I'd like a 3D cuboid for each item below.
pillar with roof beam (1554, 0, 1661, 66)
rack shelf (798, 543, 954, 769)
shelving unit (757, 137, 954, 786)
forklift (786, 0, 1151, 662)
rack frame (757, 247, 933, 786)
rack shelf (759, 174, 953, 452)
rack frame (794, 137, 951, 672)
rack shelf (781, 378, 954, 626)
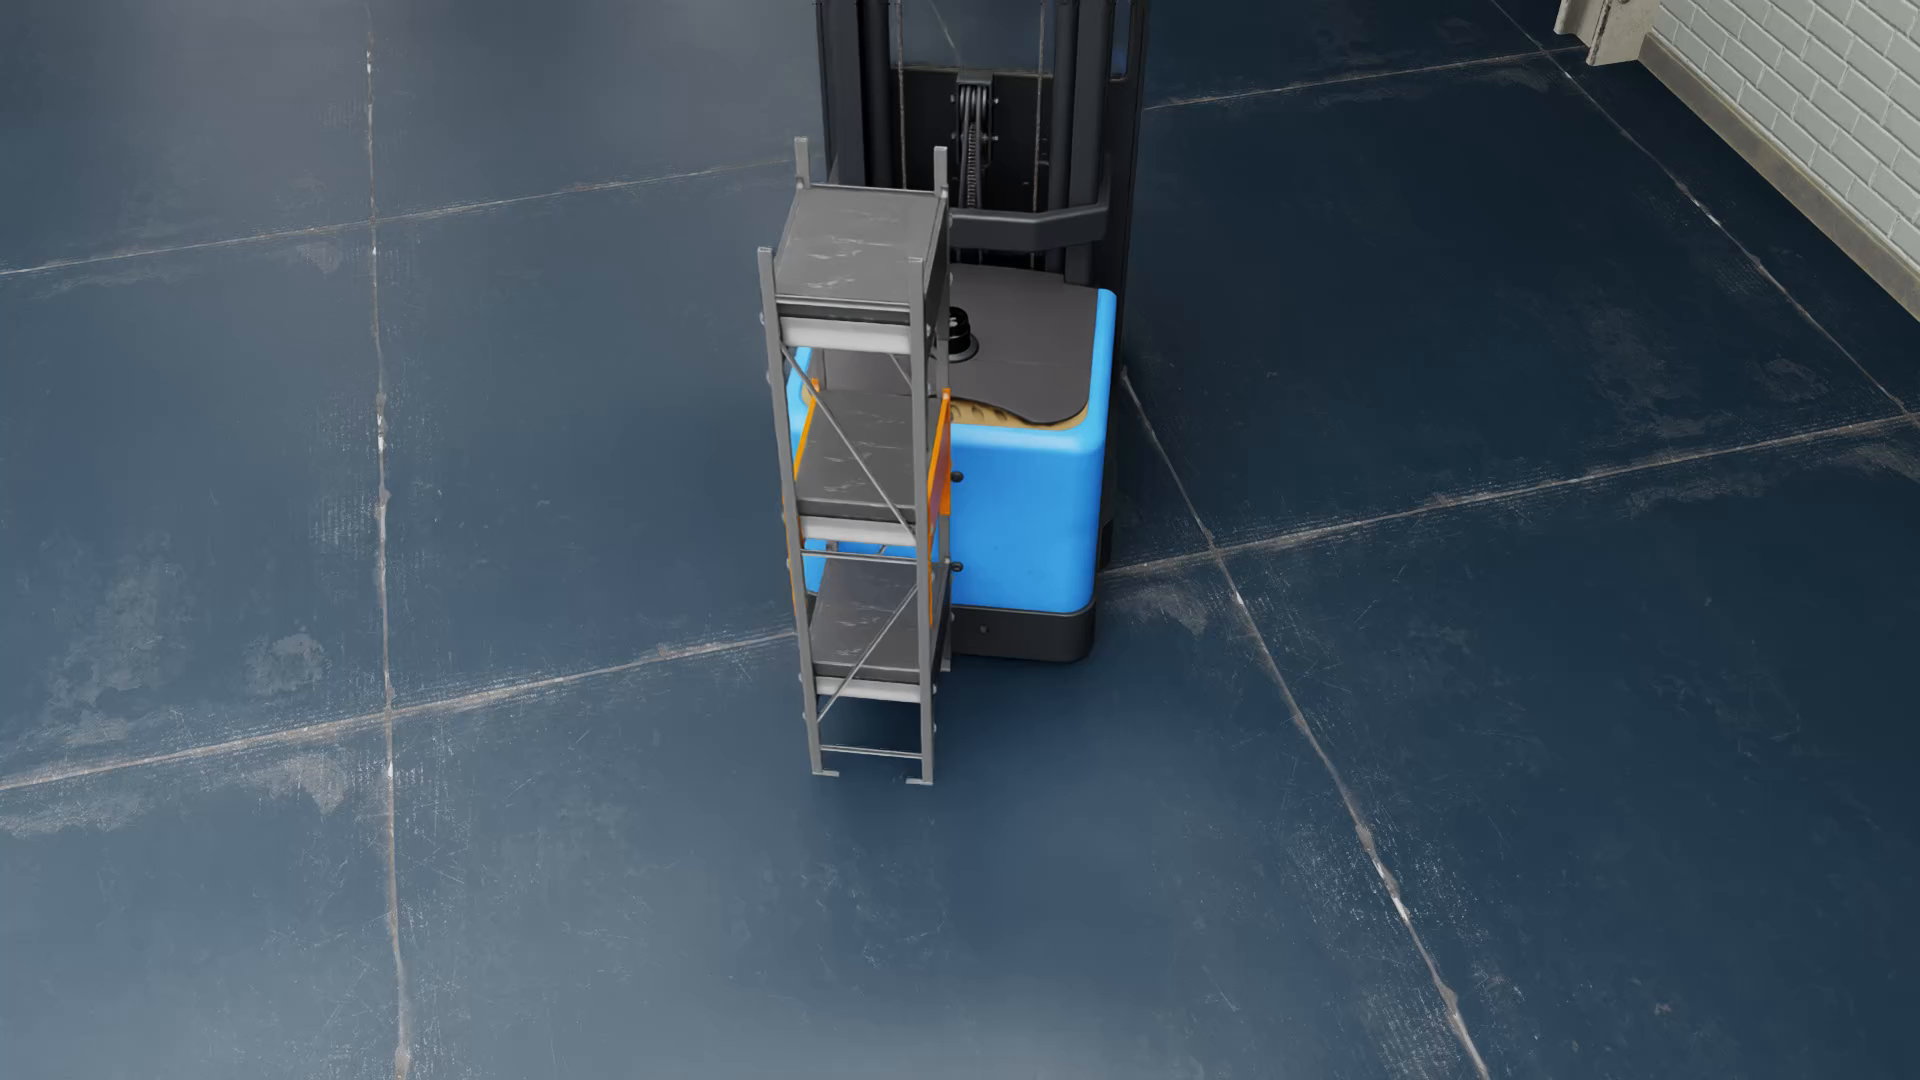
[{"bbox_3d":[-0.774,-4.999,4.848,9.100,9.000,0.400,-11,47,-10],"label":"pillar with roof beam"},{"bbox_3d":[-0.260,0.378,5.409,0.431,0.518,0.480,5,46,5],"label":"rack shelf"},{"bbox_3d":[-0.260,-0.121,4.899,0.431,2.100,0.503,5,46,5],"label":"shelving unit"},{"bbox_3d":[0.101,-1.663,5.827,1.130,2.935,3.031,5,46,5],"label":"forklift"},{"bbox_3d":[-0.287,0.052,4.729,0.400,2.100,0.015,5,46,5],"label":"rack frame"},{"bbox_3d":[-0.260,-0.602,4.409,0.431,0.518,0.480,5,46,5],"label":"rack shelf"},{"bbox_3d":[-0.232,-0.295,5.069,0.400,2.100,0.015,5,46,5],"label":"rack frame"},{"bbox_3d":[-0.260,-0.112,4.909,0.431,0.518,0.480,5,46,5],"label":"rack shelf"}]
